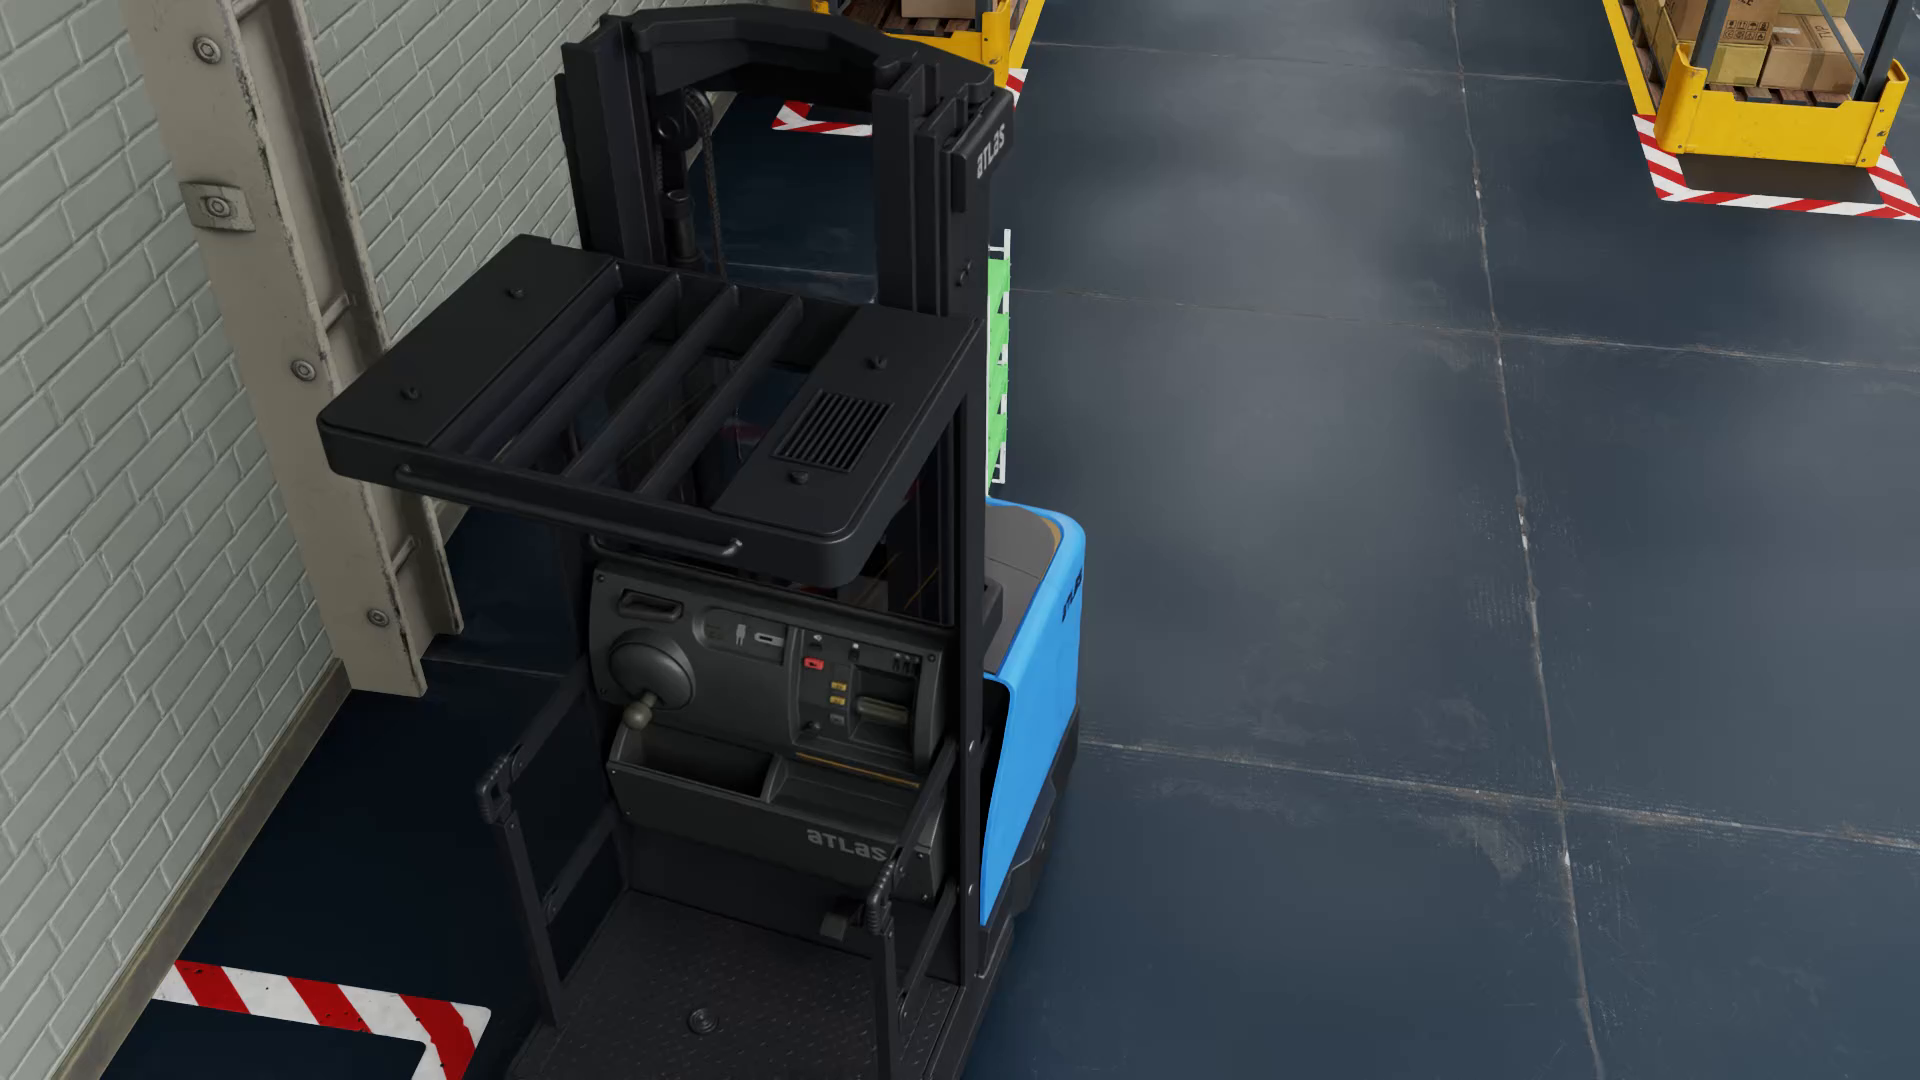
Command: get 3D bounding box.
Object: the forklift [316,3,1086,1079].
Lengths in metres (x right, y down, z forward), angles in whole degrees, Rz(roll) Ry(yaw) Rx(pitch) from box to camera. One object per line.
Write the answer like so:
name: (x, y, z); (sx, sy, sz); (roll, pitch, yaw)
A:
forklift: (-0.559, 0.412, 3.952); (1.130, 2.935, 3.031); (12, 41, 15)

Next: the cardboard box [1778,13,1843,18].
cardboard box: (4.966, -3.139, 10.021); (0.500, 0.250, 0.500); (6, 40, 8)

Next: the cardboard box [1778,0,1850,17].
cardboard box: (4.967, -3.428, 9.782); (0.500, 0.500, 0.500); (6, 40, 8)

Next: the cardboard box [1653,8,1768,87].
cardboard box: (4.373, -2.882, 9.710); (0.500, 0.250, 0.500); (6, 40, 8)

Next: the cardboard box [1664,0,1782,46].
cardboard box: (4.371, -3.171, 9.472); (0.500, 0.500, 0.500); (6, 40, 8)

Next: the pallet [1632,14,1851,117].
pallet: (4.662, -2.821, 9.996); (1.003, 0.211, 1.213); (6, 40, 8)

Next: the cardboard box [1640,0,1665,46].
cardboard box: (4.447, -3.197, 10.091); (0.500, 0.250, 0.500); (6, 40, 8)

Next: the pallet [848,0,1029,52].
pallet: (-0.120, -3.434, 10.737); (1.003, 0.211, 1.213); (6, 40, 8)

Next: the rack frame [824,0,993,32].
rack frame: (-0.309, -3.955, 9.179); (1.000, 3.000, 0.127); (6, 40, 8)

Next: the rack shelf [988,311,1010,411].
rack shelf: (0.029, -0.702, 6.381); (0.258, 0.148, 0.480); (6, 40, 8)

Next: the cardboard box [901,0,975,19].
cardboard box: (-0.100, -3.512, 10.409); (0.500, 0.311, 0.500); (2, 40, 3)

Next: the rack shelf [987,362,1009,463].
rack shelf: (0.029, -0.517, 6.534); (0.258, 0.148, 0.480); (6, 40, 8)

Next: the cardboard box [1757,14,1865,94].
cardboard box: (4.883, -2.825, 9.641); (0.500, 0.250, 0.500); (6, 40, 8)

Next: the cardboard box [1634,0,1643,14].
cardboard box: (4.532, -3.511, 10.471); (0.500, 0.250, 0.500); (6, 40, 8)

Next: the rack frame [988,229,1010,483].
rack frame: (0.071, -0.719, 6.679); (0.240, 1.200, 0.015); (6, 40, 8)

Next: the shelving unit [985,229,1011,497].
shelving unit: (0.029, -0.566, 6.493); (0.258, 1.200, 0.503); (6, 40, 8)

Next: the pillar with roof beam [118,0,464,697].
pillar with roof beam: (2.162, -2.561, 2.786); (9.100, 9.000, 0.400); (6, 40, 8)

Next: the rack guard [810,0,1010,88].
rack guard: (-0.296, -3.039, 10.033); (1.175, 0.500, 0.348); (6, 40, 8)

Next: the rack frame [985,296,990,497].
rack frame: (-0.014, -0.413, 6.308); (0.240, 1.200, 0.015); (6, 40, 8)

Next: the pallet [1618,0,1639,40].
pallet: (4.875, -3.584, 10.919); (1.003, 0.211, 1.213); (6, 40, 8)

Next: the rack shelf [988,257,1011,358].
rack shelf: (0.029, -0.887, 6.228); (0.258, 0.148, 0.480); (6, 40, 8)

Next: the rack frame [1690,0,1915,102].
rack frame: (4.571, -3.411, 8.521); (1.000, 3.000, 0.127); (6, 40, 8)

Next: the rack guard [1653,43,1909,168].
rack guard: (4.567, -2.432, 9.300); (1.175, 0.500, 0.348); (6, 40, 8)

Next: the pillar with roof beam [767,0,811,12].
pillar with roof beam: (3.200, -6.327, 7.340); (9.100, 9.000, 0.400); (6, 40, 8)

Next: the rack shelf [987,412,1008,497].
rack shelf: (0.029, -0.332, 6.687); (0.258, 0.148, 0.480); (6, 40, 8)
